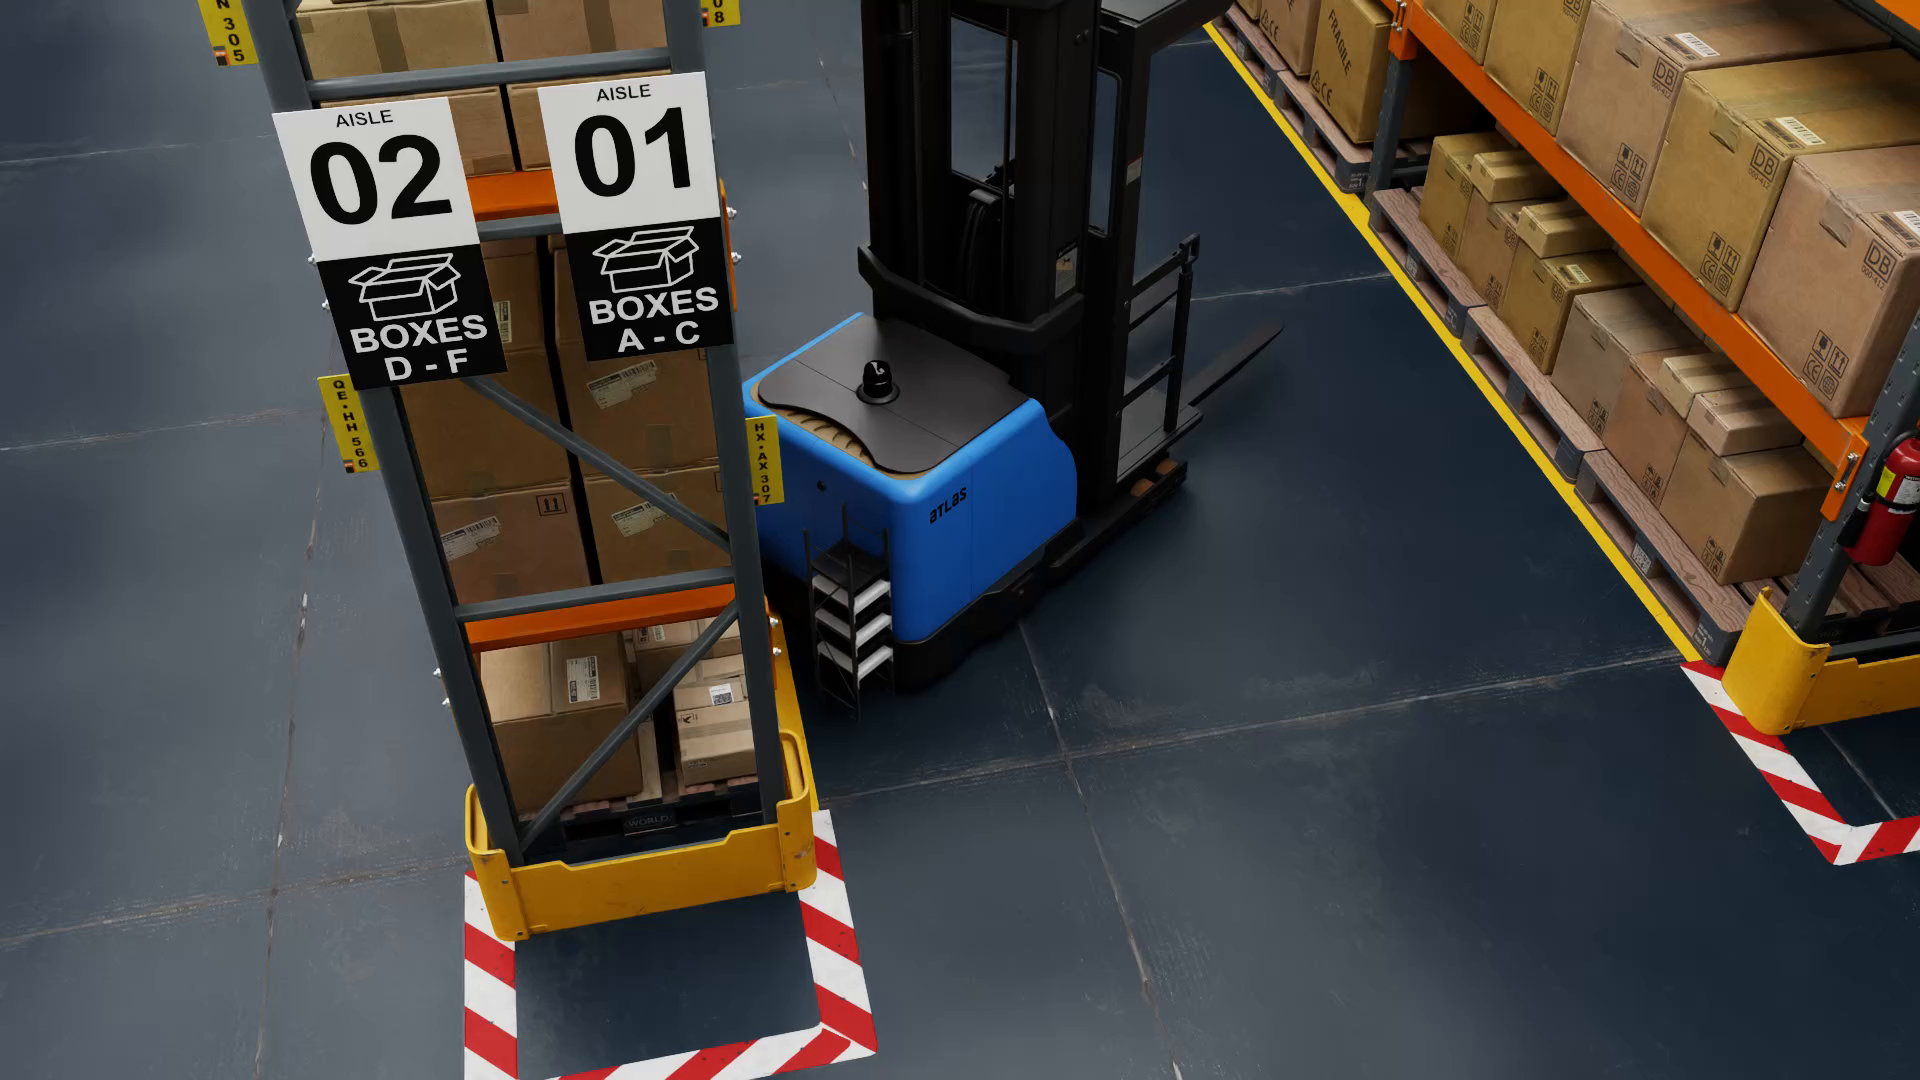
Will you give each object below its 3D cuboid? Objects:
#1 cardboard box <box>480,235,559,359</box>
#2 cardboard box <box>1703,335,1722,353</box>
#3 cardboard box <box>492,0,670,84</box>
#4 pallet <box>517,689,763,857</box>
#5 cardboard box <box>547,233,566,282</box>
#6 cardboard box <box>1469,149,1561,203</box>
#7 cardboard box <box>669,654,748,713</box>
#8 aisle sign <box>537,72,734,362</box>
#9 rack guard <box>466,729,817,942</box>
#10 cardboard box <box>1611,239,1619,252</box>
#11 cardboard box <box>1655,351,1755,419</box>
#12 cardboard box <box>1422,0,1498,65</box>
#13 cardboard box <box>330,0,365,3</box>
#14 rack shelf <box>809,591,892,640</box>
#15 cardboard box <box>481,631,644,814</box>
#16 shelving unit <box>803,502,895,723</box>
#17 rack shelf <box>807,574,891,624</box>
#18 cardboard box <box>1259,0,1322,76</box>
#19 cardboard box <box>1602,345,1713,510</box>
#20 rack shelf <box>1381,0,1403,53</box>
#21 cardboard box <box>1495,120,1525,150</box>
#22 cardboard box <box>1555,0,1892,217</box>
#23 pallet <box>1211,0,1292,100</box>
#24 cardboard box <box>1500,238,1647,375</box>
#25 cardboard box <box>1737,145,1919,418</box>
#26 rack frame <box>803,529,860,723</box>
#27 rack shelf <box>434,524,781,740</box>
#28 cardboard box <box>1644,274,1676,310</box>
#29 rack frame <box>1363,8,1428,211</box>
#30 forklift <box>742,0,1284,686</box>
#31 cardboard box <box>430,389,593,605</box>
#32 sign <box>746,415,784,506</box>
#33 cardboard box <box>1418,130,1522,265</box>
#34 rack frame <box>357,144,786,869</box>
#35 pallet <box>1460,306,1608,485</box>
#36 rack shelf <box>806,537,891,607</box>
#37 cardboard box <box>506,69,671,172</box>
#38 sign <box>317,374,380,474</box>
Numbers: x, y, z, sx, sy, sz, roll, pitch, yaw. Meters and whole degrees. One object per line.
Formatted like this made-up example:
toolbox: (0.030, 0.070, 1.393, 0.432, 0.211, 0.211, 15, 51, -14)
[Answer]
cardboard box: (-1.581, -0.817, 5.364, 0.500, 0.500, 0.500, -7, 42, -8)
cardboard box: (3.540, -0.883, 7.345, 0.380, 0.149, 0.250, -8, 42, -9)
cardboard box: (-0.963, -1.452, 4.385, 0.500, 0.250, 0.500, -8, 42, -9)
pallet: (-1.296, 0.648, 6.643, 1.003, 0.211, 1.213, -8, 42, -9)
cardboard box: (-1.065, -0.903, 5.461, 0.500, 0.500, 0.500, -8, 42, -9)
cardboard box: (2.824, -1.851, 8.436, 0.380, 0.149, 0.250, -7, 42, -8)
cardboard box: (-0.915, 0.584, 6.418, 0.380, 0.166, 0.250, -8, 42, -9)
aisle sign: (-0.805, -0.799, 4.214, 0.394, 0.787, 0.004, -8, 42, -9)
rack guard: (-1.123, 1.057, 5.965, 1.175, 0.500, 0.348, -8, 42, -9)
cardboard box: (3.317, -1.546, 8.092, 0.380, 0.149, 0.250, -8, 42, -9)
cardboard box: (3.220, -0.668, 7.103, 0.380, 0.149, 0.250, -7, 42, -8)
cardboard box: (2.968, -2.892, 8.304, 0.980, 0.700, 0.700, -8, 42, -9)
cardboard box: (-1.233, -1.693, 4.091, 0.700, 0.500, 0.500, -8, 42, -9)
rack shelf: (-0.427, 0.254, 6.482, 0.258, 0.077, 0.200, 30, 50, 29)
cardboard box: (-1.464, 0.624, 6.120, 0.500, 0.500, 0.500, -8, 42, -9)
shelving unit: (-0.427, 0.297, 6.520, 0.258, 0.900, 0.210, 30, 50, 29)
rack shelf: (-0.427, 0.187, 6.422, 0.258, 0.077, 0.200, 30, 50, 29)
cardboard box: (2.405, -3.465, 10.479, 0.750, 0.750, 0.750, -7, 42, -8)
cardboard box: (3.373, -0.527, 7.433, 0.700, 0.500, 0.500, -8, 42, -9)
rack shelf: (2.435, -4.161, 10.502, 1.077, 0.370, 4.000, -8, 42, -9)
cardboard box: (3.090, -2.222, 8.853, 0.380, 0.149, 0.250, -9, 42, -10)
cardboard box: (3.287, -1.948, 7.241, 0.980, 0.700, 0.700, -10, 43, -11)
pallet: (2.360, -3.373, 11.172, 1.003, 0.211, 1.213, -8, 42, -9)
cardboard box: (3.142, -1.198, 8.188, 0.700, 0.500, 0.500, -7, 42, -8)
cardboard box: (3.610, -0.982, 6.153, 0.980, 0.700, 0.700, -7, 42, -7)
rack frame: (-0.494, 0.347, 6.462, 0.240, 0.900, 0.006, 30, 50, 29)
rack shelf: (-1.538, -0.856, 6.779, 1.077, 0.370, 4.000, -8, 42, -9)
cardboard box: (3.428, -1.214, 7.718, 0.380, 0.149, 0.250, -8, 42, -9)
rack frame: (2.867, -3.134, 8.803, 1.000, 3.000, 0.127, -8, 42, -9)
forklift: (0.406, -1.409, 6.912, 1.130, 2.935, 3.031, 30, 50, 29)
cardboard box: (-1.469, -0.118, 5.329, 0.500, 0.500, 0.500, -7, 42, -8)
sign: (-0.576, -0.230, 4.880, 0.100, 0.325, 0.005, -8, 42, -9)
cardboard box: (2.928, -1.857, 8.930, 0.700, 0.500, 0.500, -8, 42, -9)
rack frame: (-1.106, 0.171, 5.079, 1.000, 3.000, 0.127, -8, 42, -9)
pallet: (3.221, -0.795, 8.268, 1.003, 0.211, 1.213, -8, 42, -9)
rack shelf: (-0.427, 0.120, 6.363, 0.258, 0.077, 0.200, 30, 50, 29)
cardboard box: (-0.969, -1.264, 4.550, 0.500, 0.250, 0.500, -8, 42, -9)
sign: (-1.652, -0.314, 4.515, 0.100, 0.325, 0.005, -8, 42, -9)
